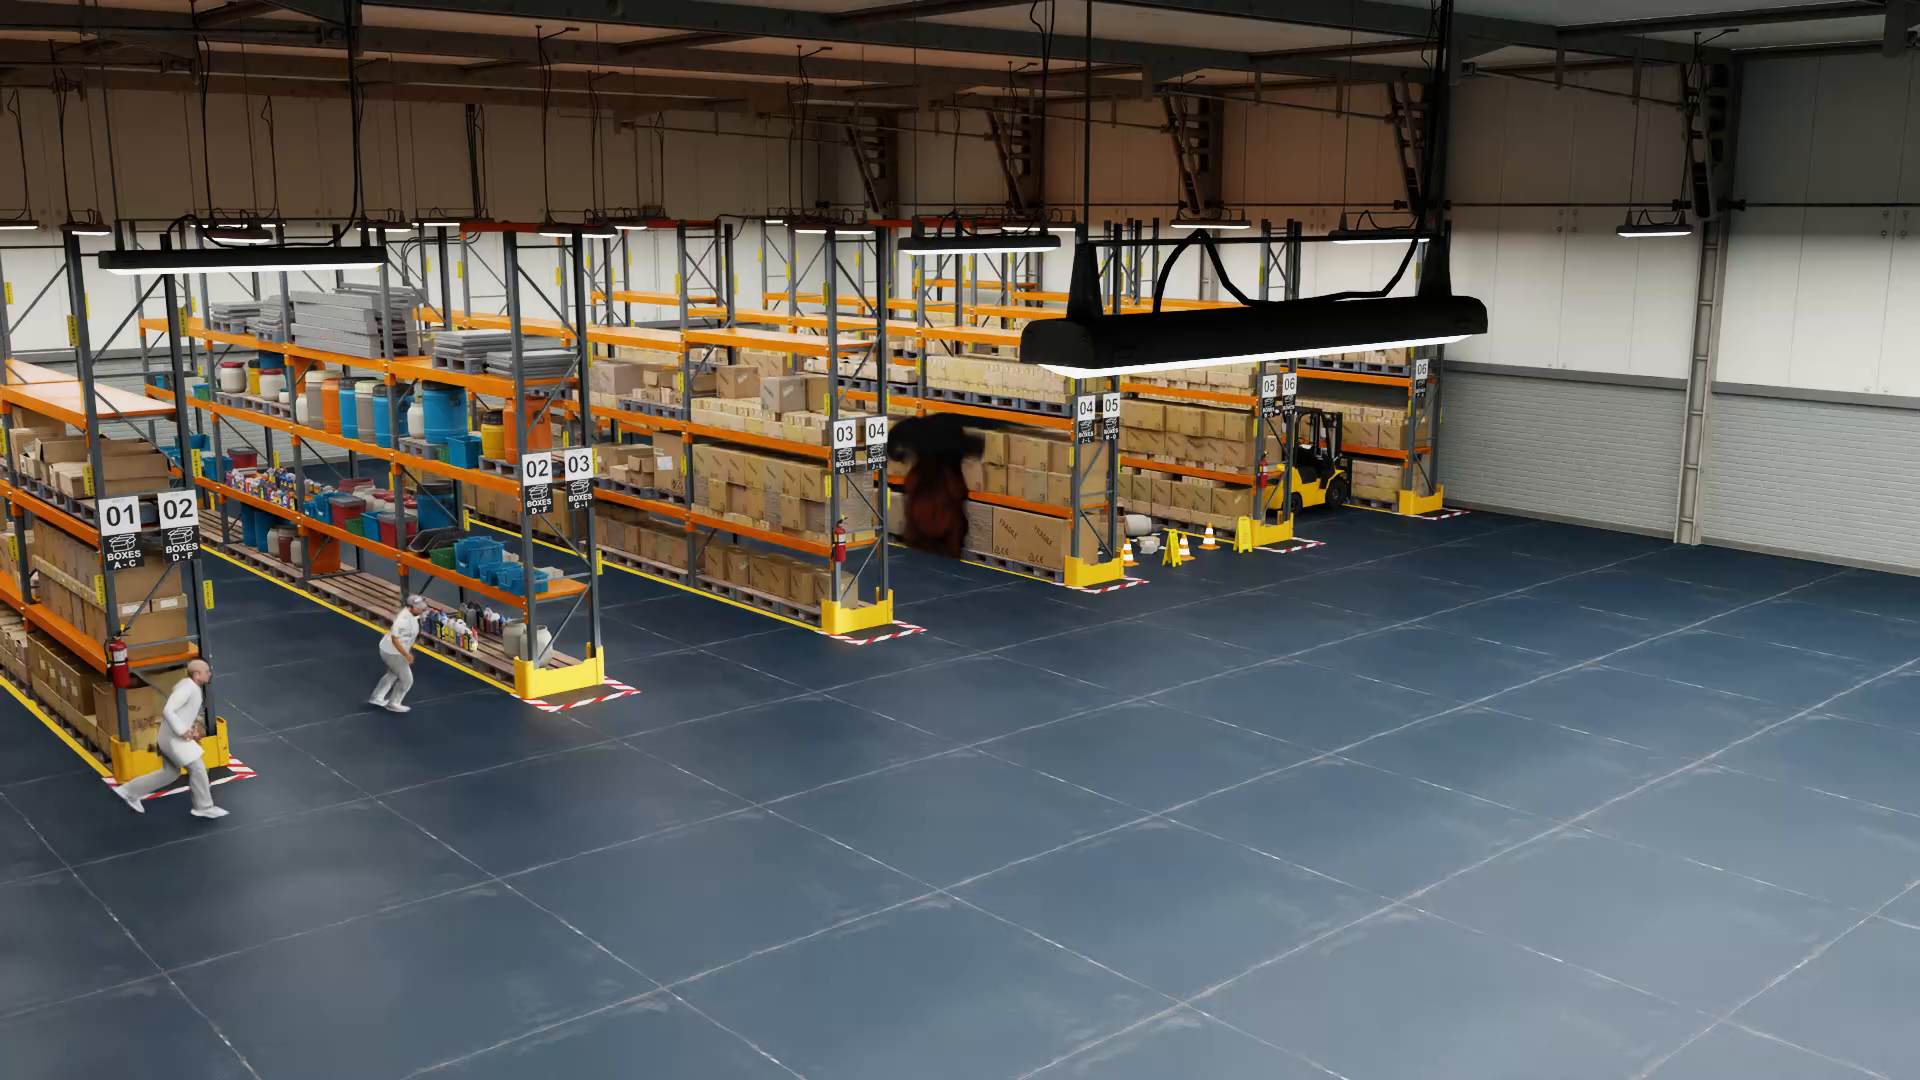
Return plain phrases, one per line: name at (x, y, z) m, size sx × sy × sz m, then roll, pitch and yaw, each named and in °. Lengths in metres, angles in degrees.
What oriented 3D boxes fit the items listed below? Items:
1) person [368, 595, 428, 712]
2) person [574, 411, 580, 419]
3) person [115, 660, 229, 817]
person at (-7.092, 1.426, 20.987) m, size 0.851 × 1.551 × 0.646 m, roll -2°, pitch 12°, yaw -10°
person at (-9.283, -2.558, 40.616) m, size 0.578 × 1.556 × 0.766 m, roll 8°, pitch 14°, yaw 35°
person at (-8.198, 2.117, 17.176) m, size 1.046 × 1.738 × 0.730 m, roll -3°, pitch 12°, yaw -17°
